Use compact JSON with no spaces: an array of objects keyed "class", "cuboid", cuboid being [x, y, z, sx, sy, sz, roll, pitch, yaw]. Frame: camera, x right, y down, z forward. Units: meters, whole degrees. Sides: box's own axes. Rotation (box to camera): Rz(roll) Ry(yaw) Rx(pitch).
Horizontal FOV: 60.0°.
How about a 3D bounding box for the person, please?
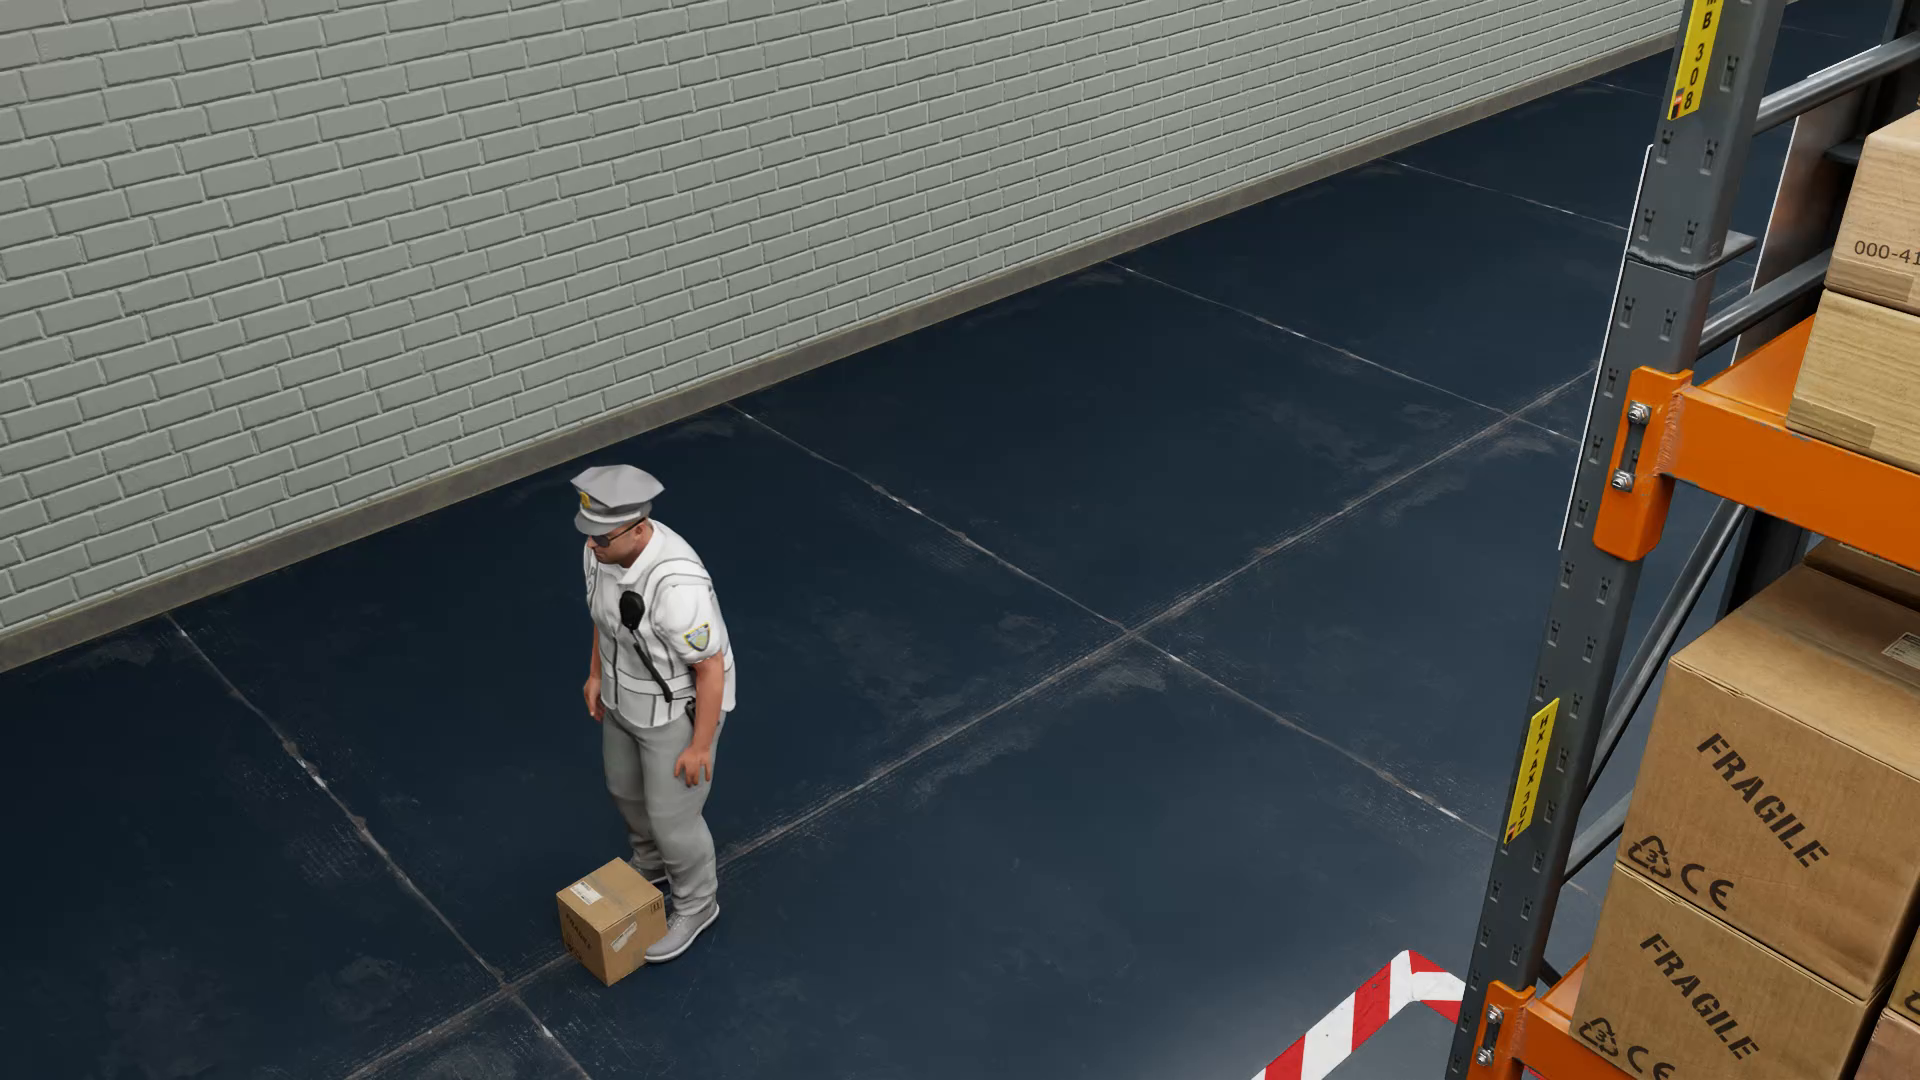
[{"class":"person","cuboid":[-0.965,0.529,5.264,0.602,1.749,0.469,28,41,37]}]
